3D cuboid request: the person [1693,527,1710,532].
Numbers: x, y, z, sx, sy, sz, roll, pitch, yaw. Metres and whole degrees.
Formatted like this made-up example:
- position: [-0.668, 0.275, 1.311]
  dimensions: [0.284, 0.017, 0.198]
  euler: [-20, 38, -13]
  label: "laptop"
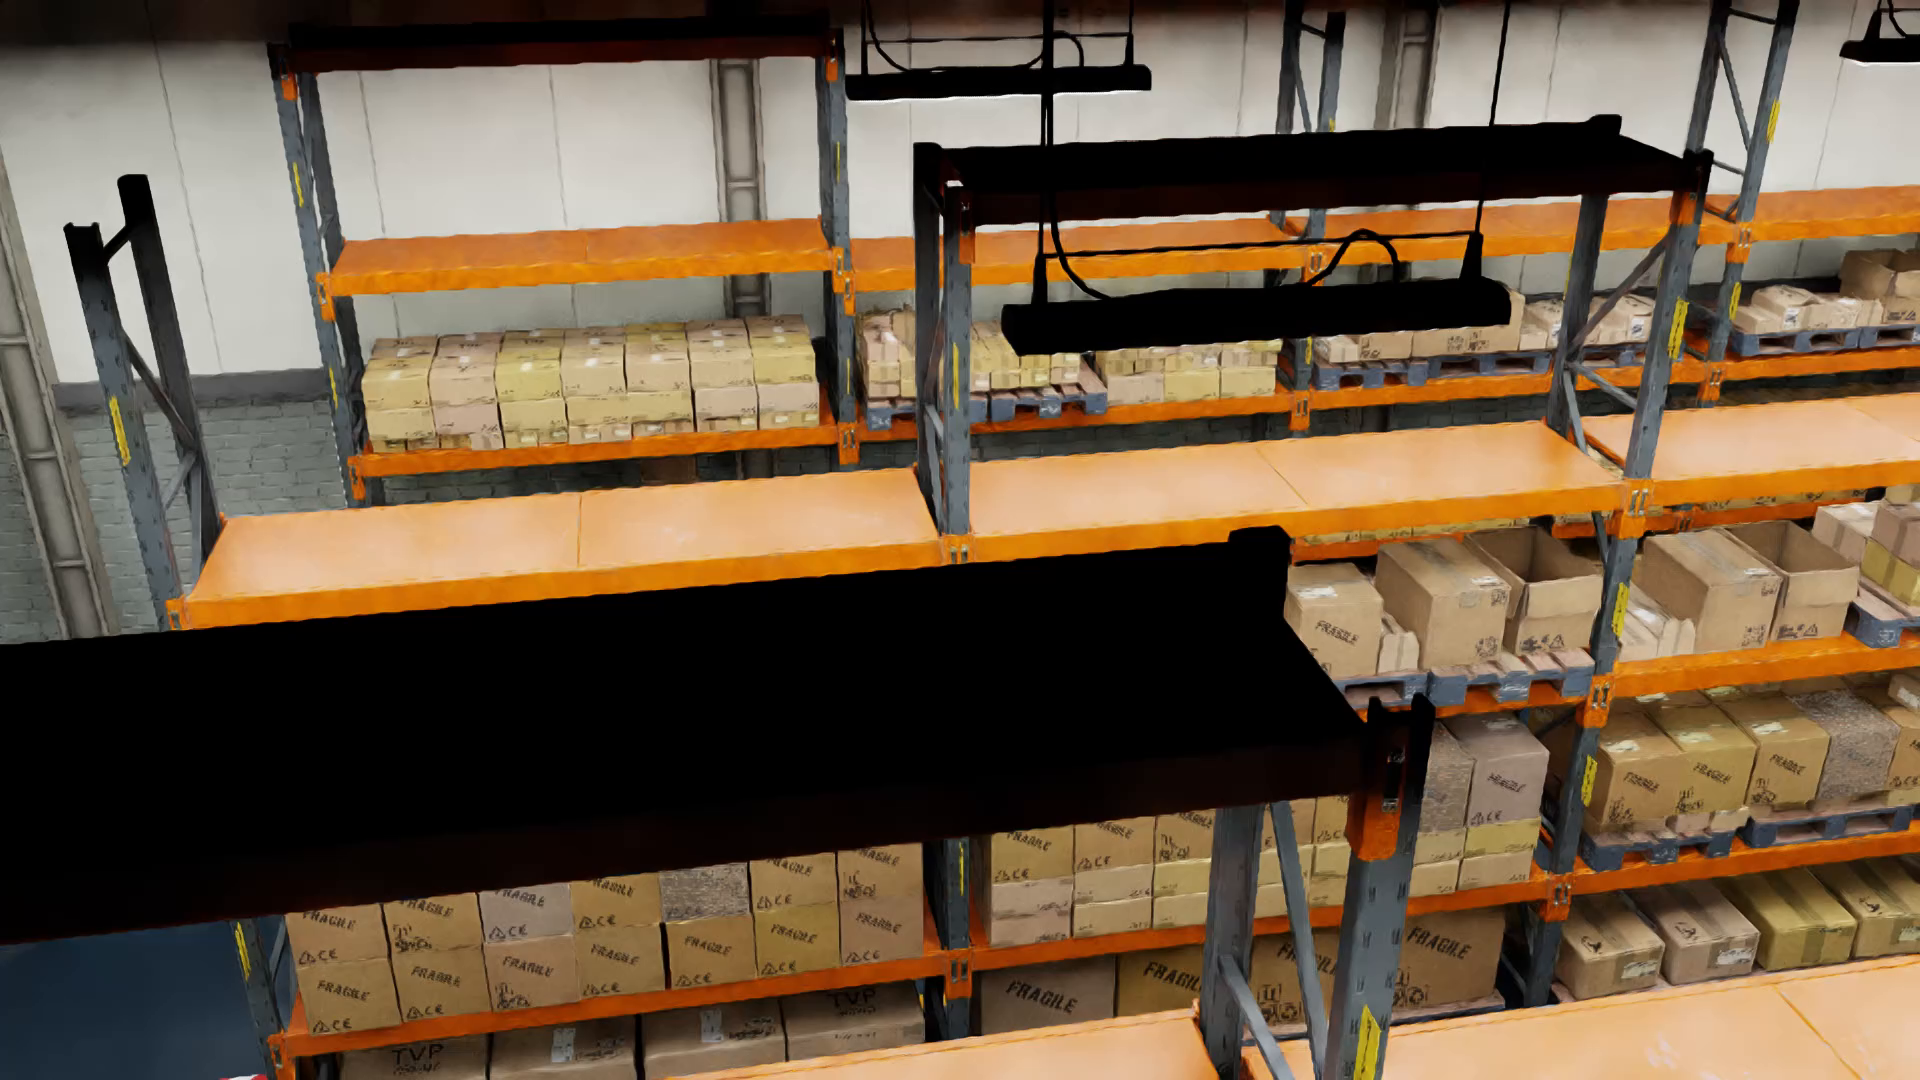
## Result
- position: [6.582, 0.641, 15.056]
  dimensions: [0.583, 1.642, 0.552]
  euler: [7, 27, 13]
  label: "person"
